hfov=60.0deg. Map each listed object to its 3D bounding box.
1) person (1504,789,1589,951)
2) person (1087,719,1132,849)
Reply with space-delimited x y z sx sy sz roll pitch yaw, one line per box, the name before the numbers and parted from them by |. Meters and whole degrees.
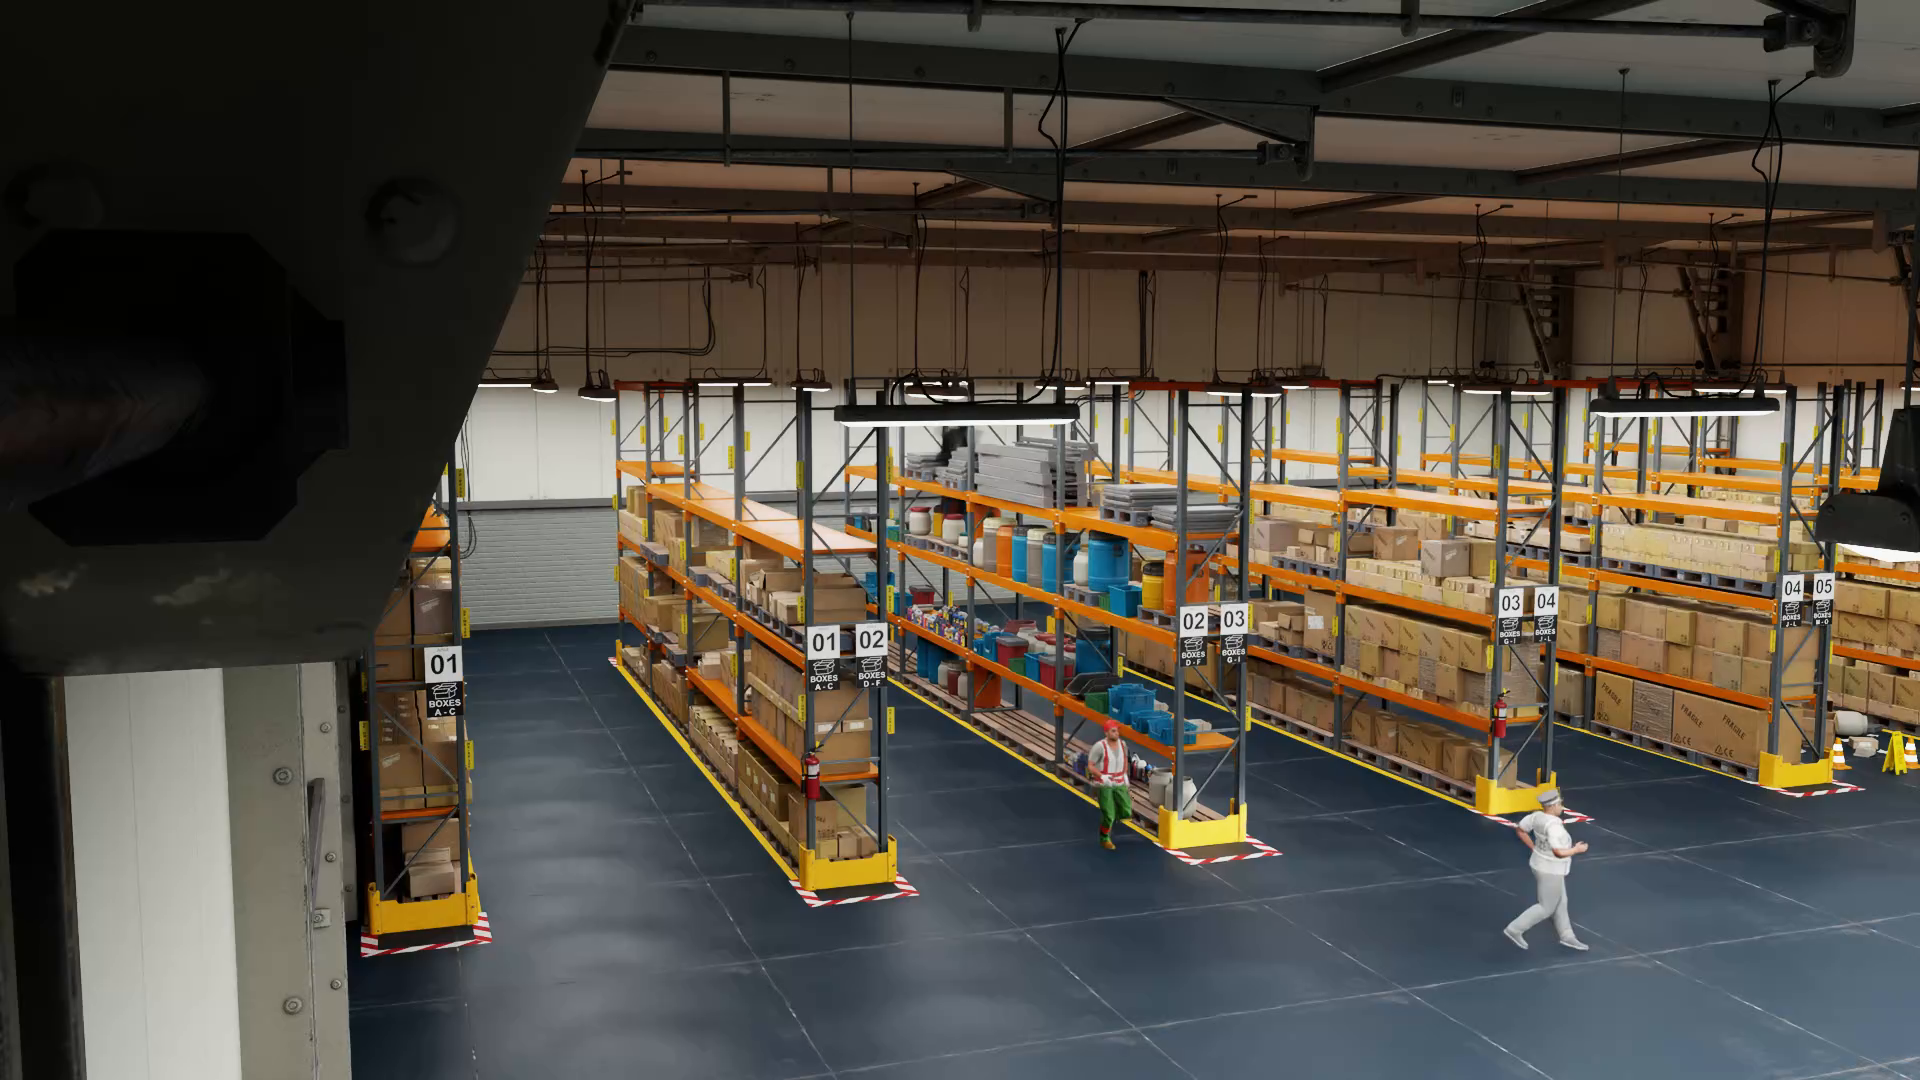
person | 6.310 3.548 17.810 0.966 1.793 0.659 0 6 1
person | 1.982 3.188 21.667 0.665 1.726 0.584 -3 7 -28
